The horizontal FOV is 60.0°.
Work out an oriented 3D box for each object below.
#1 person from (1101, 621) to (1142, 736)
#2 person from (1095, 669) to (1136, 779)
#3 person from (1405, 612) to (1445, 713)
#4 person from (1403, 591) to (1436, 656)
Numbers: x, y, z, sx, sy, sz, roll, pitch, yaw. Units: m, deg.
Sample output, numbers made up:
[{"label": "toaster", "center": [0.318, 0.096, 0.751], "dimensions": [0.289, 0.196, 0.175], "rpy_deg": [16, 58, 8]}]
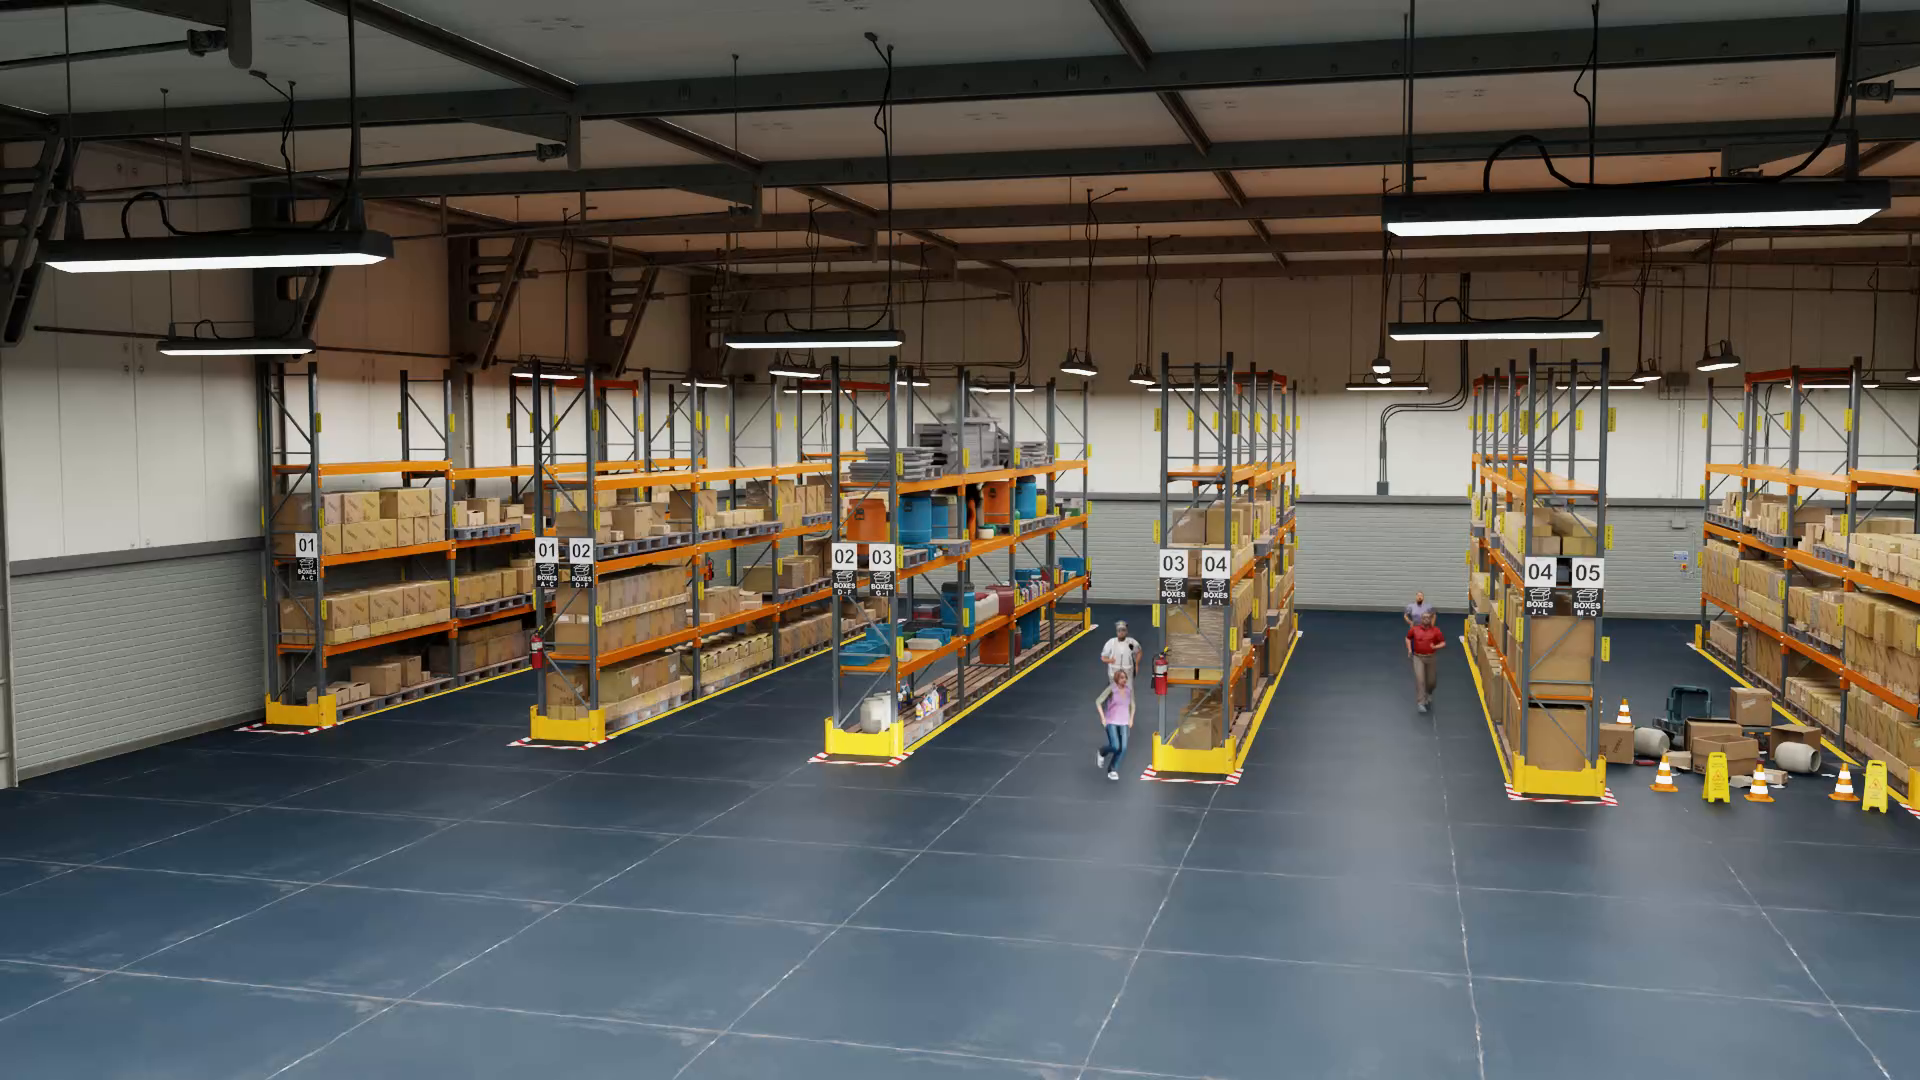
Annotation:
[{"label": "person", "center": [2.606, 2.200, 26.870], "dimensions": [0.659, 1.791, 0.967], "rpy_deg": [1, 4, 8]}, {"label": "person", "center": [2.199, 2.632, 23.488], "dimensions": [0.591, 1.447, 0.514], "rpy_deg": [-2, 4, -23]}, {"label": "person", "center": [8.095, 2.136, 28.944], "dimensions": [0.672, 1.629, 0.933], "rpy_deg": [1, 4, 12]}, {"label": "person", "center": [9.311, 1.844, 33.674], "dimensions": [0.656, 1.607, 0.541], "rpy_deg": [1, 4, 12]}]
